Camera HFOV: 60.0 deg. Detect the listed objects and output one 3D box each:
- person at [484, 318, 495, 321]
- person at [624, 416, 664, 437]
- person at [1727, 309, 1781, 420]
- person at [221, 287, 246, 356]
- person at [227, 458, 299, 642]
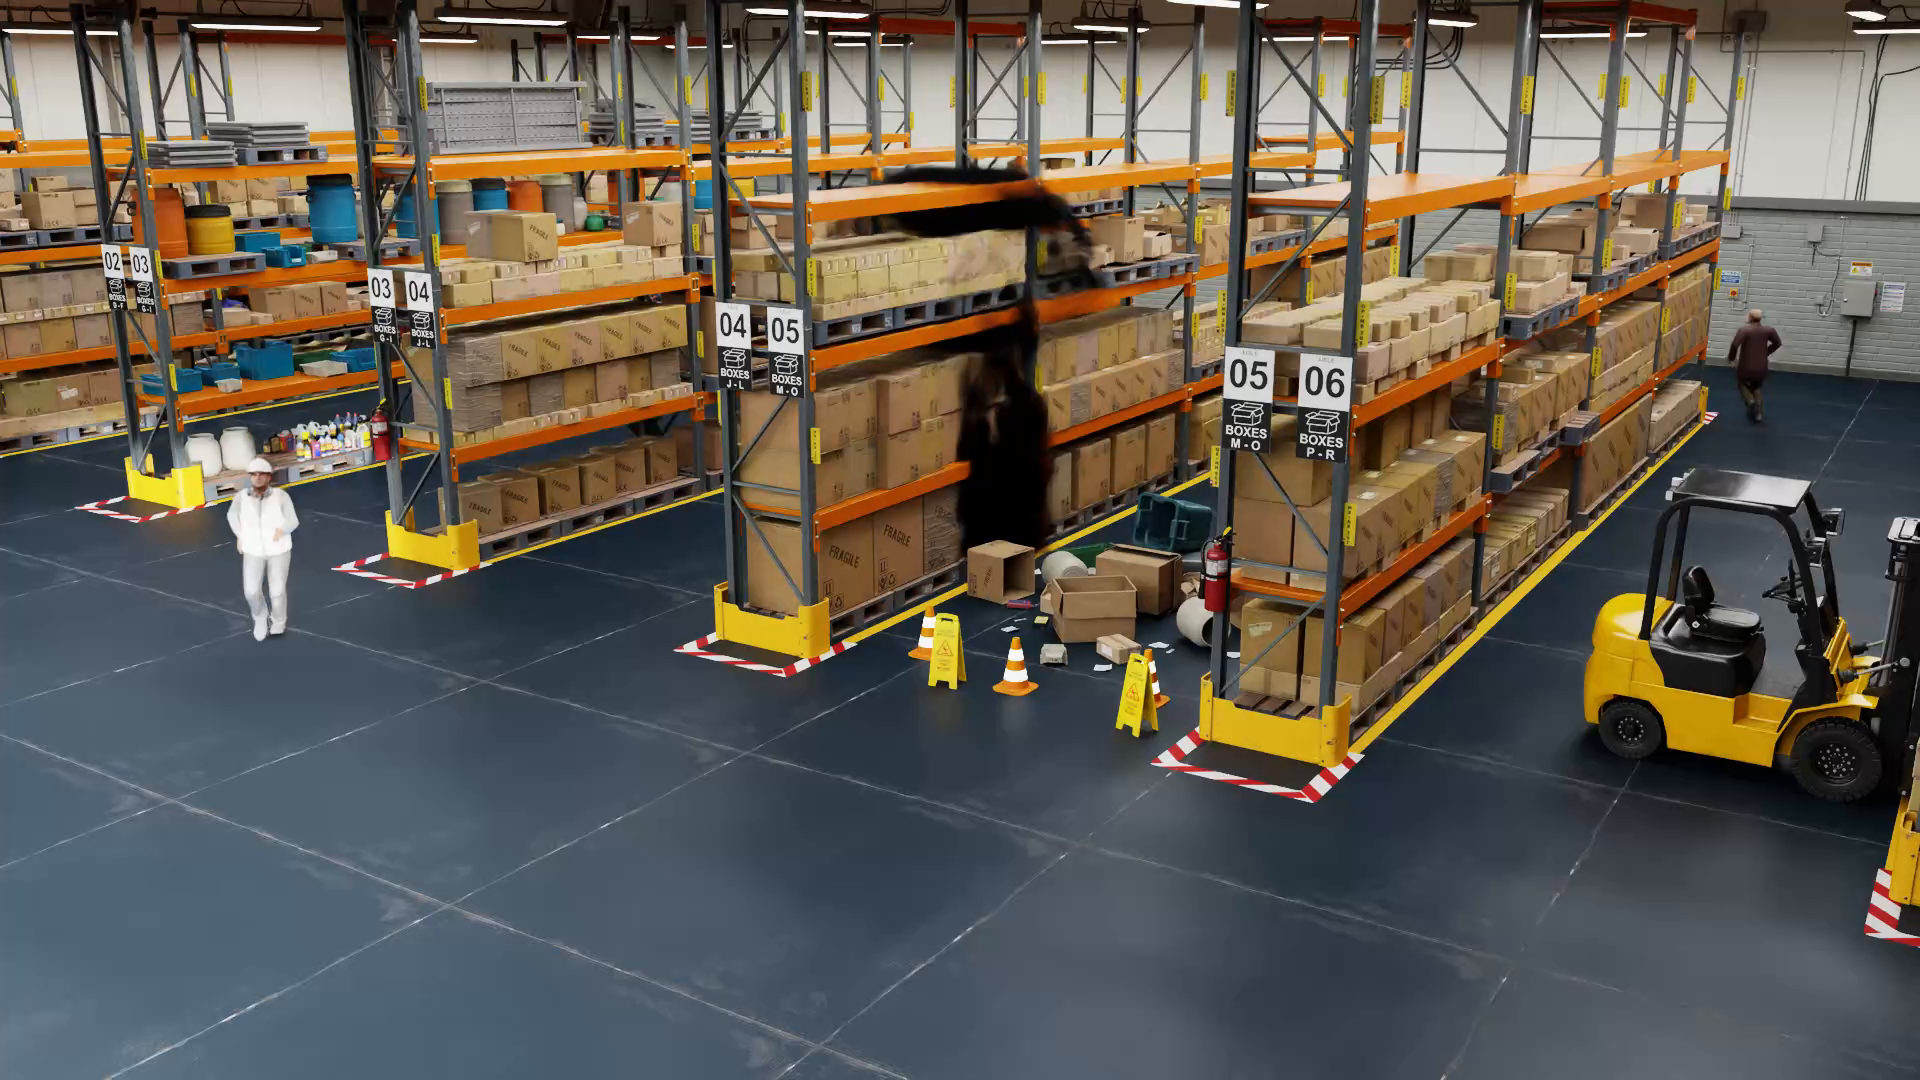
[{"bbox_3d":[-7.922,-3.266,27.841,0.636,1.689,0.978,10,18,31],"label":"person"},{"bbox_3d":[-4.371,-1.990,23.059,0.647,1.750,0.735,9,18,30],"label":"person"},{"bbox_3d":[12.287,-2.737,25.857,0.789,1.730,0.548,1,16,4],"label":"person"},{"bbox_3d":[-12.790,-3.579,29.103,0.563,1.686,0.736,8,17,26],"label":"person"},{"bbox_3d":[-6.506,0.105,15.566,0.634,1.755,0.688,-5,16,-16],"label":"person"}]
